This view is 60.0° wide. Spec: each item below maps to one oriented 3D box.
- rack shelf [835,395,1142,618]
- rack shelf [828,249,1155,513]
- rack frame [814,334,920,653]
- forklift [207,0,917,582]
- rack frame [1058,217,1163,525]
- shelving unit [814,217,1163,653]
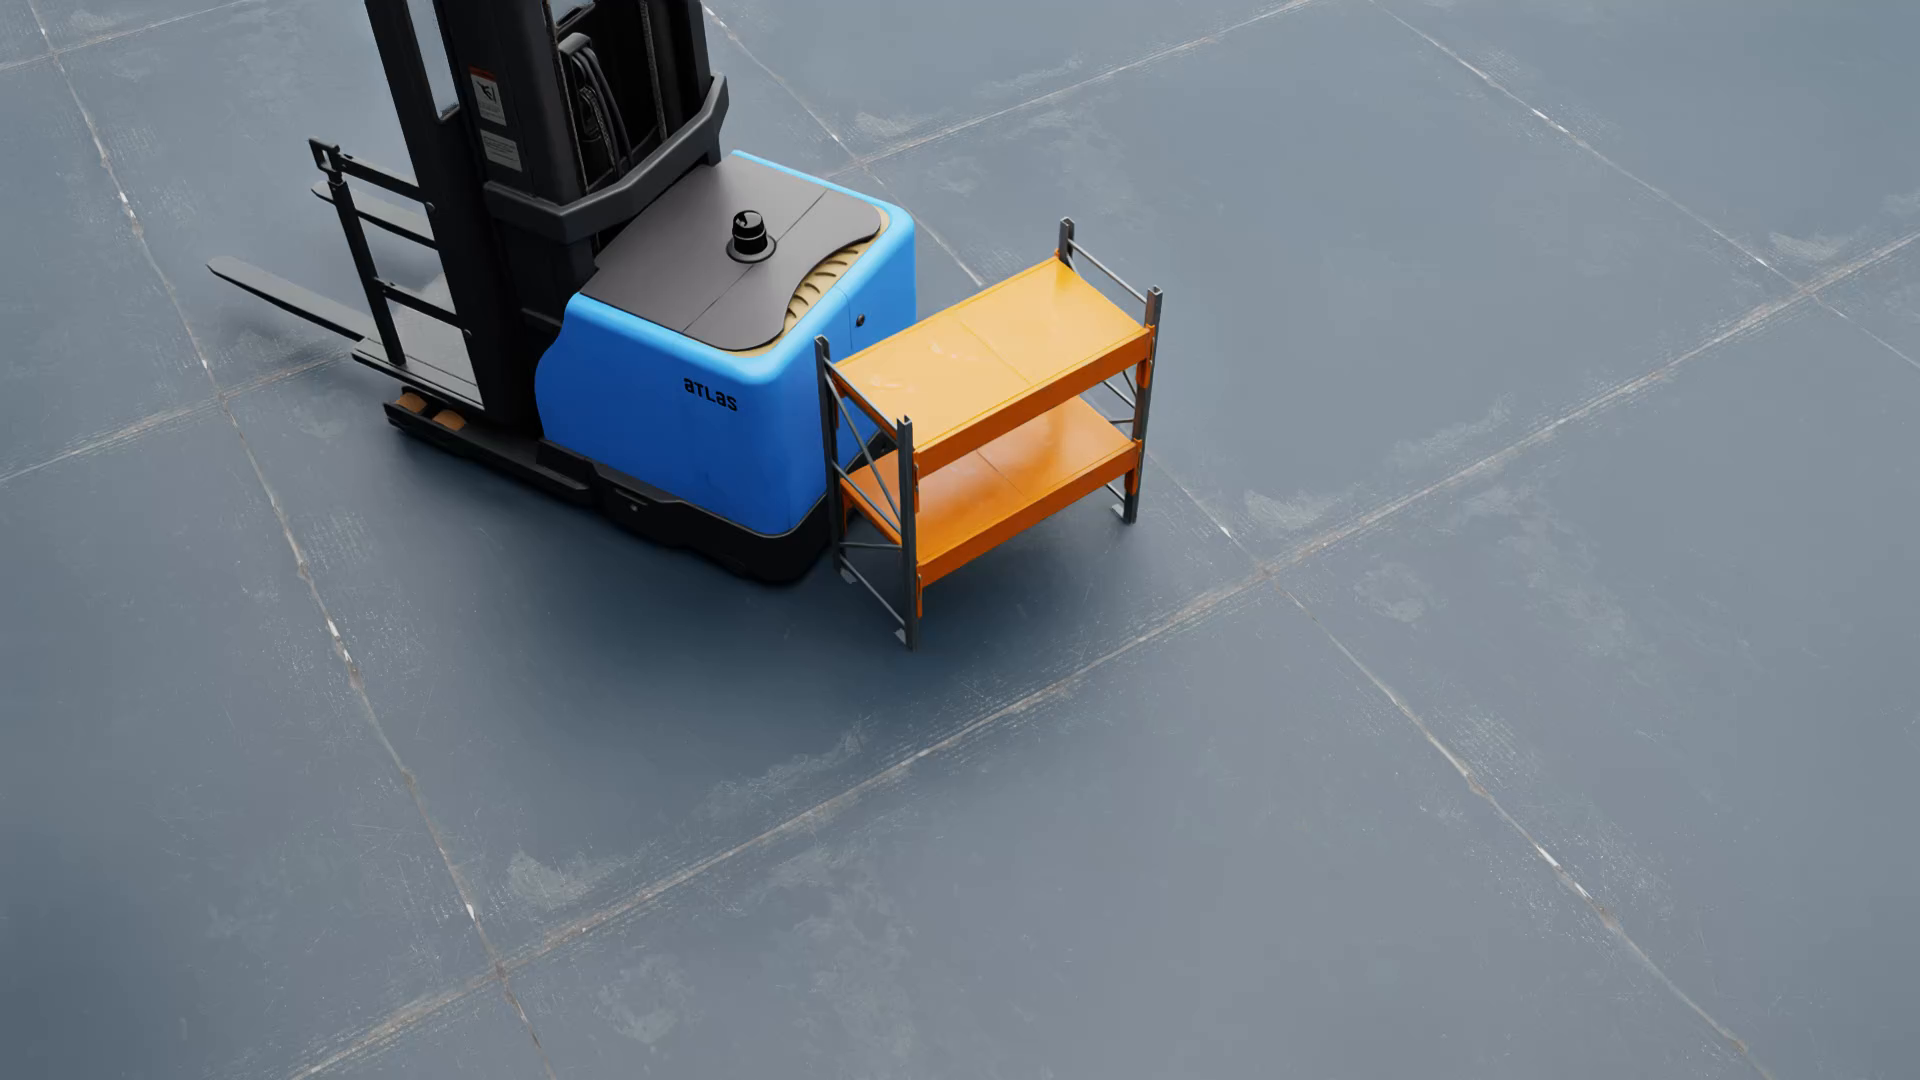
[{"bbox_3d":[0.100,-0.196,5.999,1.000,0.278,0.538,-29,55,-24],"label":"rack shelf"},{"bbox_3d":[0.100,-0.553,5.598,1.000,0.278,0.538,-29,55,-24],"label":"rack shelf"},{"bbox_3d":[-0.306,-0.131,5.613,0.032,1.125,0.500,-29,55,-24],"label":"rack frame"},{"bbox_3d":[-1.682,-1.644,5.751,3.031,2.935,1.130,23,52,19],"label":"forklift"},{"bbox_3d":[0.507,-0.587,6.019,0.032,1.125,0.500,-29,55,-24],"label":"rack frame"},{"bbox_3d":[0.100,-0.359,5.816,1.048,1.125,0.538,-29,55,-24],"label":"shelving unit"}]
